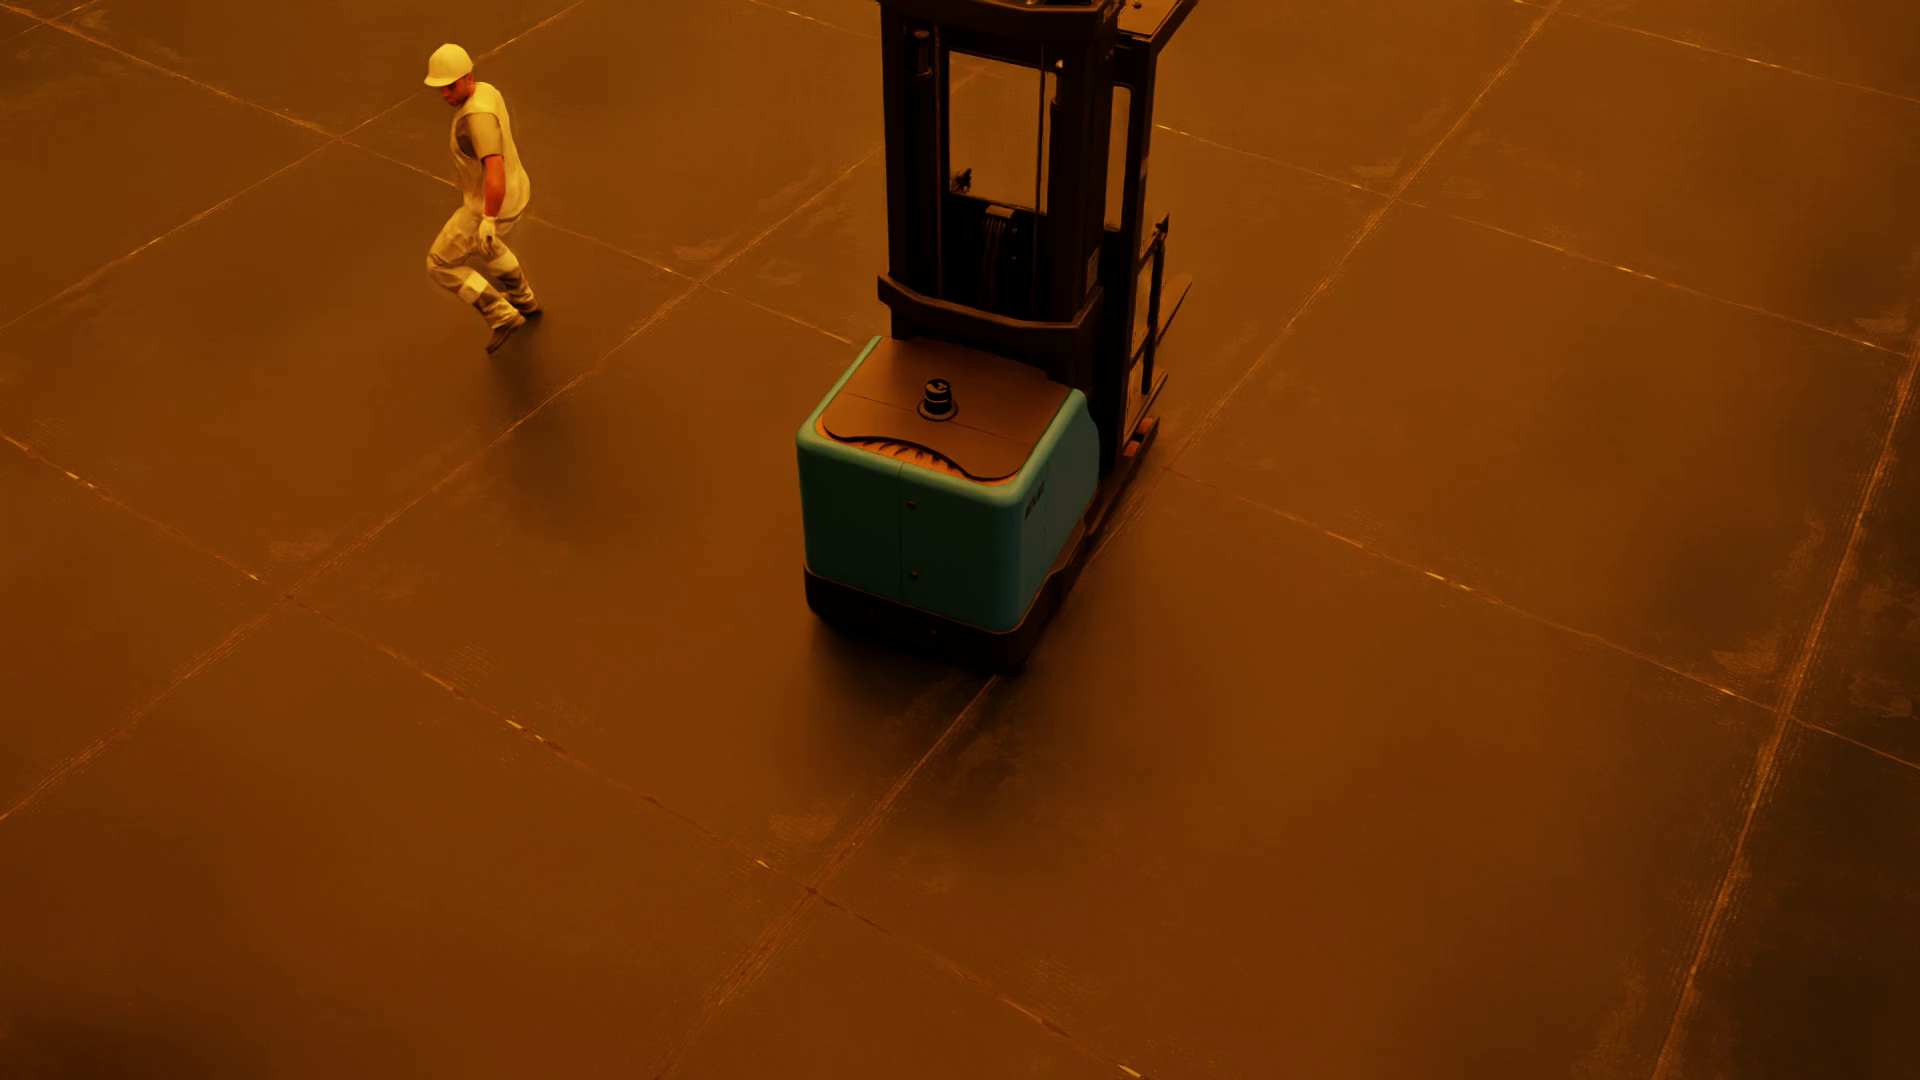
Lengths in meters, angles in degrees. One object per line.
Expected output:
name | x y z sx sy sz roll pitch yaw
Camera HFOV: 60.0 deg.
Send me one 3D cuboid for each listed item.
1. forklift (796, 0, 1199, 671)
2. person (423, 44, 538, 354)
forklift | 0.363 -1.511 7.442 1.130 2.935 3.031 17 46 17
person | -2.499 -1.777 8.661 0.555 1.666 0.908 4 44 4
